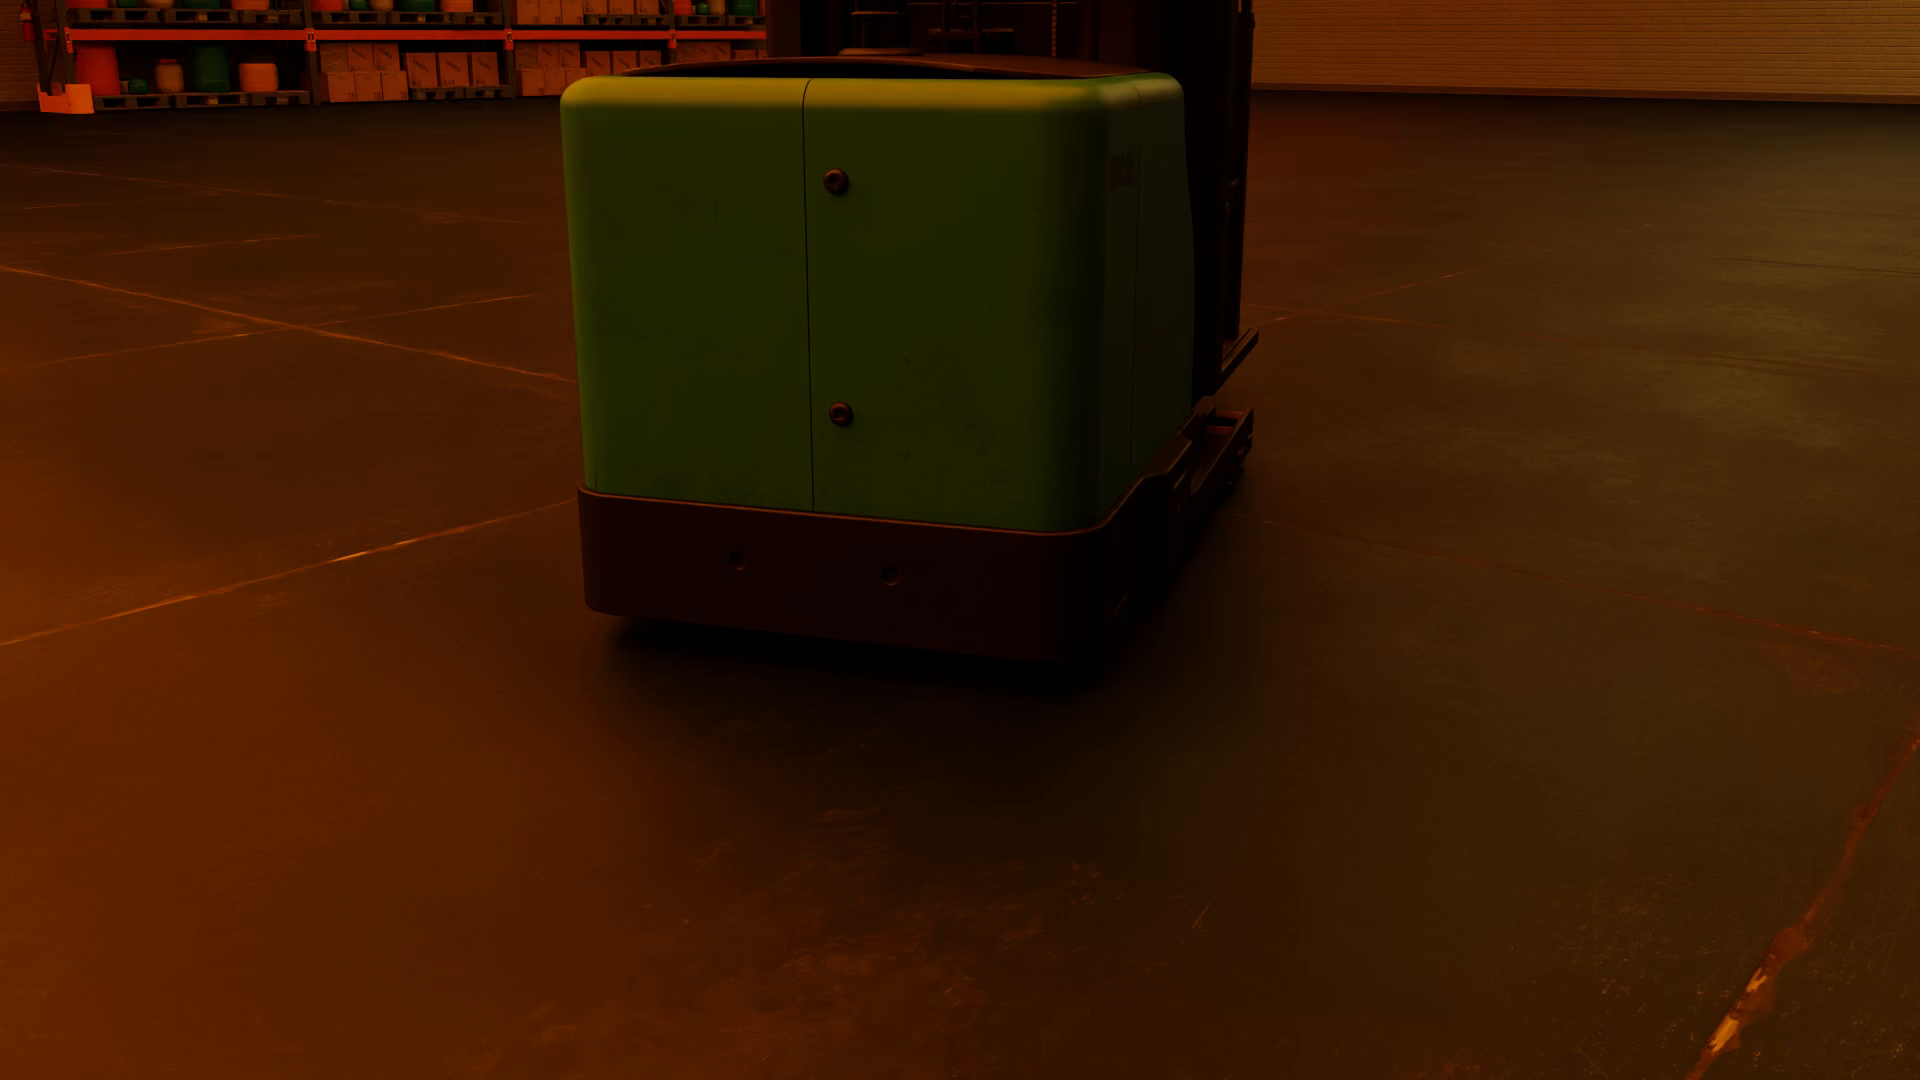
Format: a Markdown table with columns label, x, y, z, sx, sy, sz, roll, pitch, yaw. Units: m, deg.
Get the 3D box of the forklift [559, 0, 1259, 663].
| label | x | y | z | sx | sy | sz | roll | pitch | yaw |
| --- | --- | --- | --- | --- | --- | --- | --- | --- | --- |
| forklift | 0.182 | -1.571 | 4.072 | 1.130 | 2.935 | 3.031 | 5 | 18 | 17 |
